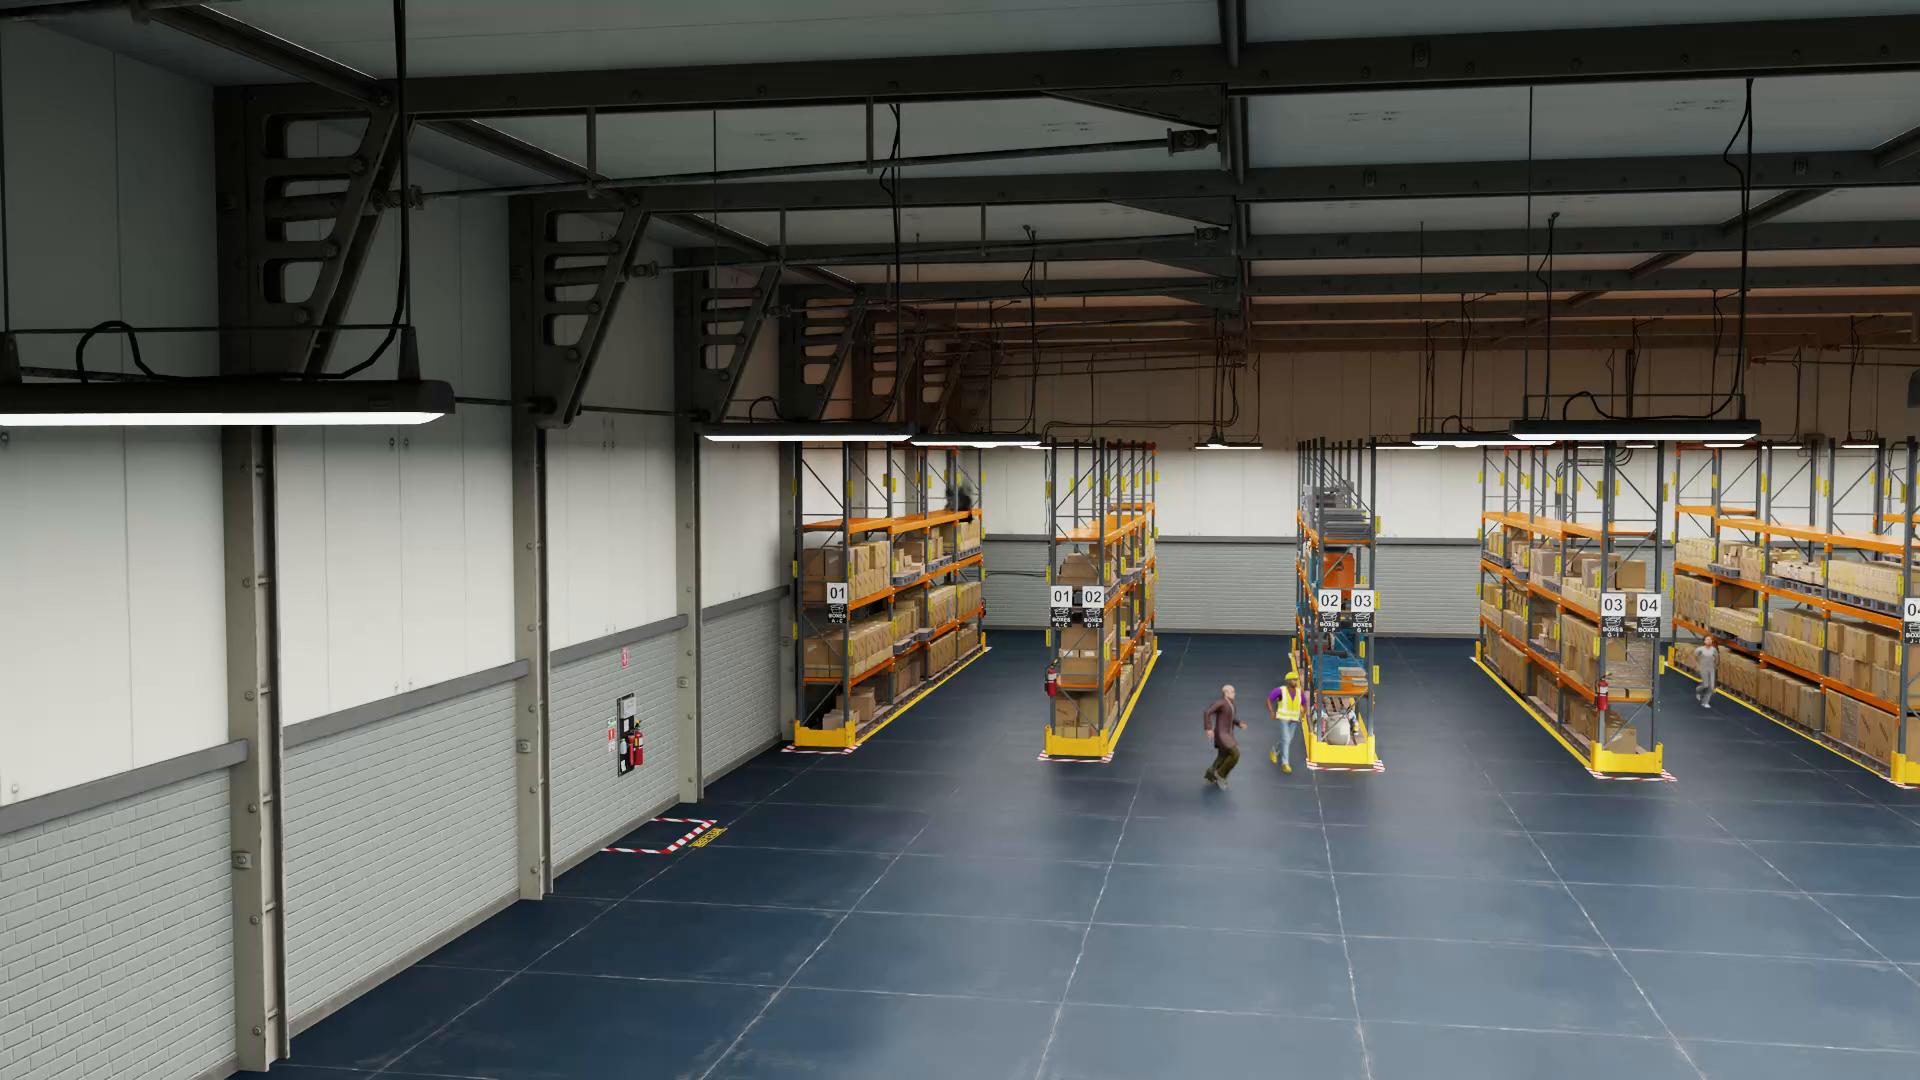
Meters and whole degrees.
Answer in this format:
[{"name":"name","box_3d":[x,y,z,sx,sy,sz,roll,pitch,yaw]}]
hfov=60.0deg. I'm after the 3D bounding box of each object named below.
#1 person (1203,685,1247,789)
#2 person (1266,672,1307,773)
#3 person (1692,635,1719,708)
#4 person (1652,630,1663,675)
[{"name":"person","box_3d":[4.503,3.368,28.288,0.754,1.793,0.708,2,3,28]},{"name":"person","box_3d":[5.936,3.263,30.095,0.734,1.751,0.815,-1,3,-18]},{"name":"person","box_3d":[16.752,2.940,37.305,0.565,1.624,0.565,0,3,1]},{"name":"person","box_3d":[17.208,2.739,41.364,0.512,1.583,0.652,1,3,10]}]
